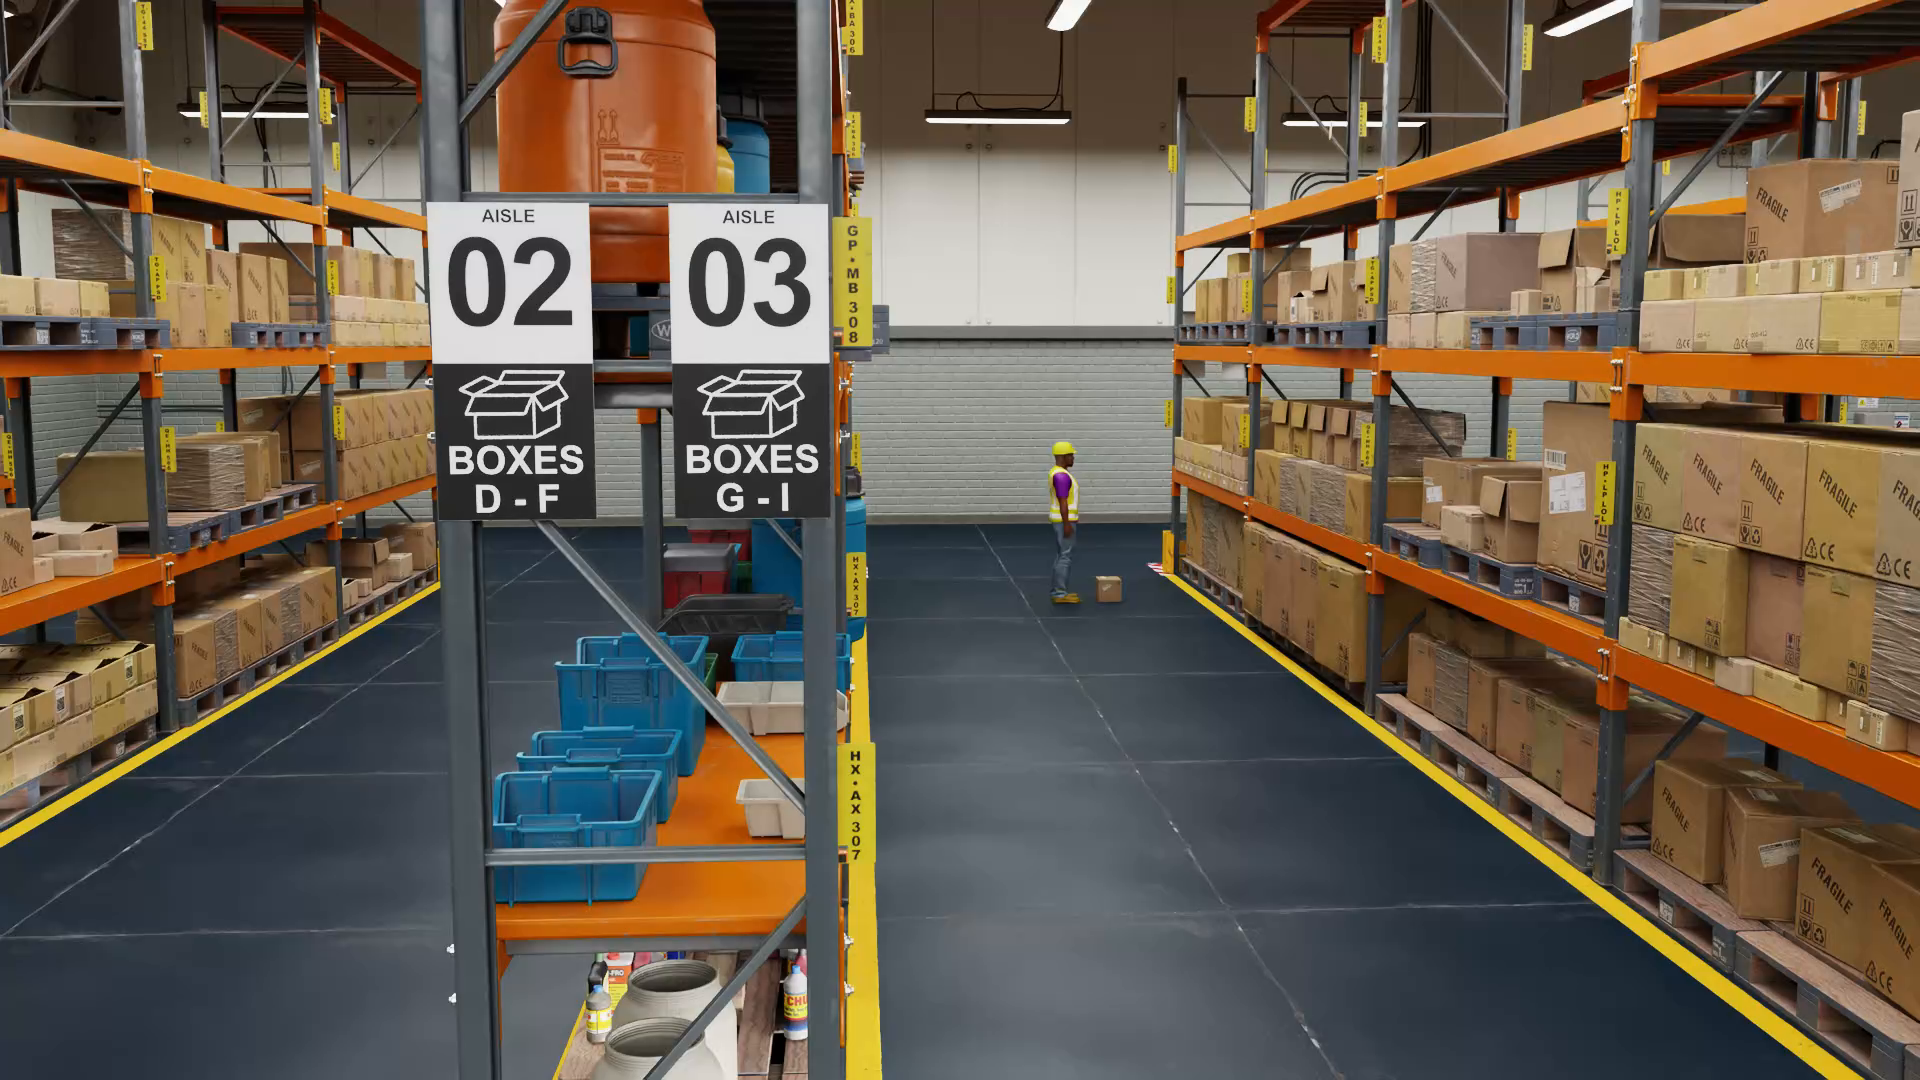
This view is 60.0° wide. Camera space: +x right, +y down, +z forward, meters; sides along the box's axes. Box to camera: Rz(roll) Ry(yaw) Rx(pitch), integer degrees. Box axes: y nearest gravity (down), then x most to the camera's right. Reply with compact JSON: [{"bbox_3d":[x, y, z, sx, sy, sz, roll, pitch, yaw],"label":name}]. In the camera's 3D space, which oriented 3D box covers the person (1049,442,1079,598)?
[{"bbox_3d":[1.141,-0.231,18.339,0.342,1.699,0.559,0,7,-2],"label":"person"}]
